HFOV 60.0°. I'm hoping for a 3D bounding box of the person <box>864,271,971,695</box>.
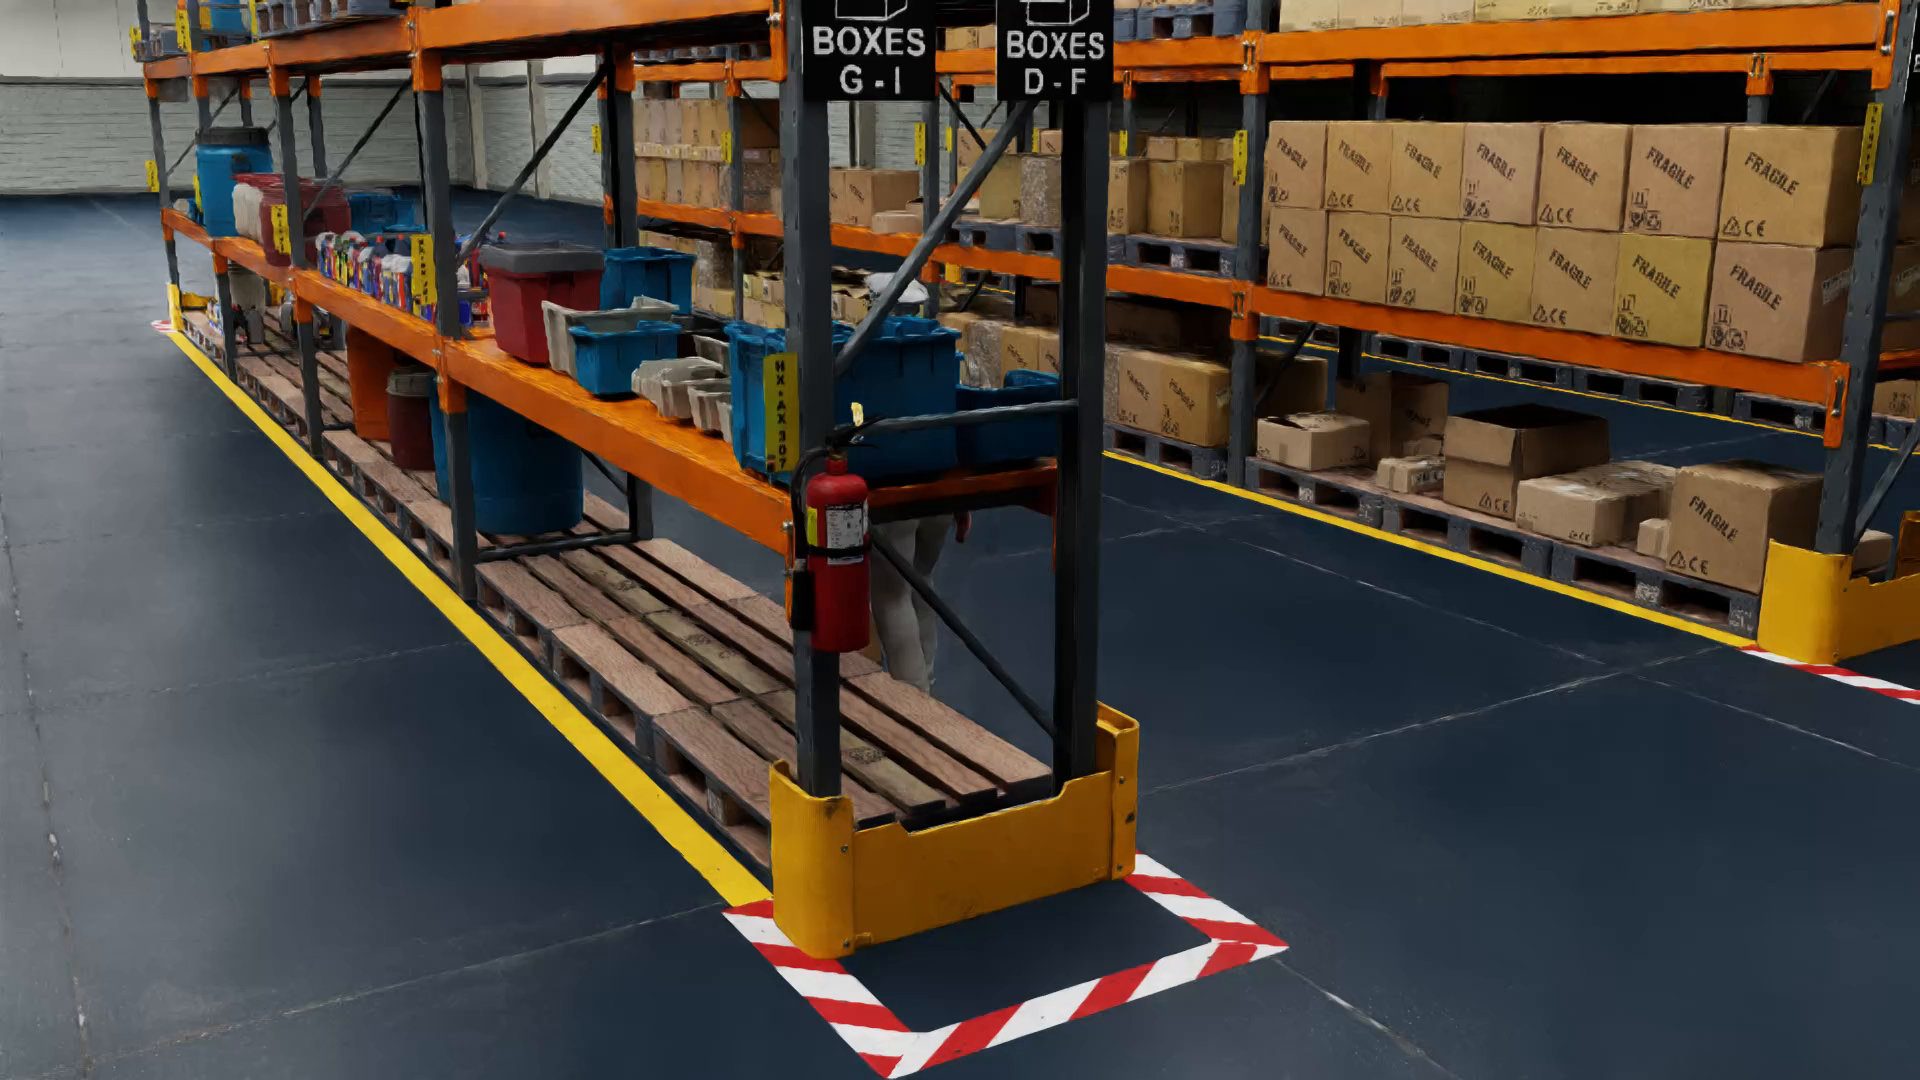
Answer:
[{"bbox_3d":[-0.278,-0.171,6.598,0.536,1.770,0.612,-9,17,-31],"label":"person"}]
